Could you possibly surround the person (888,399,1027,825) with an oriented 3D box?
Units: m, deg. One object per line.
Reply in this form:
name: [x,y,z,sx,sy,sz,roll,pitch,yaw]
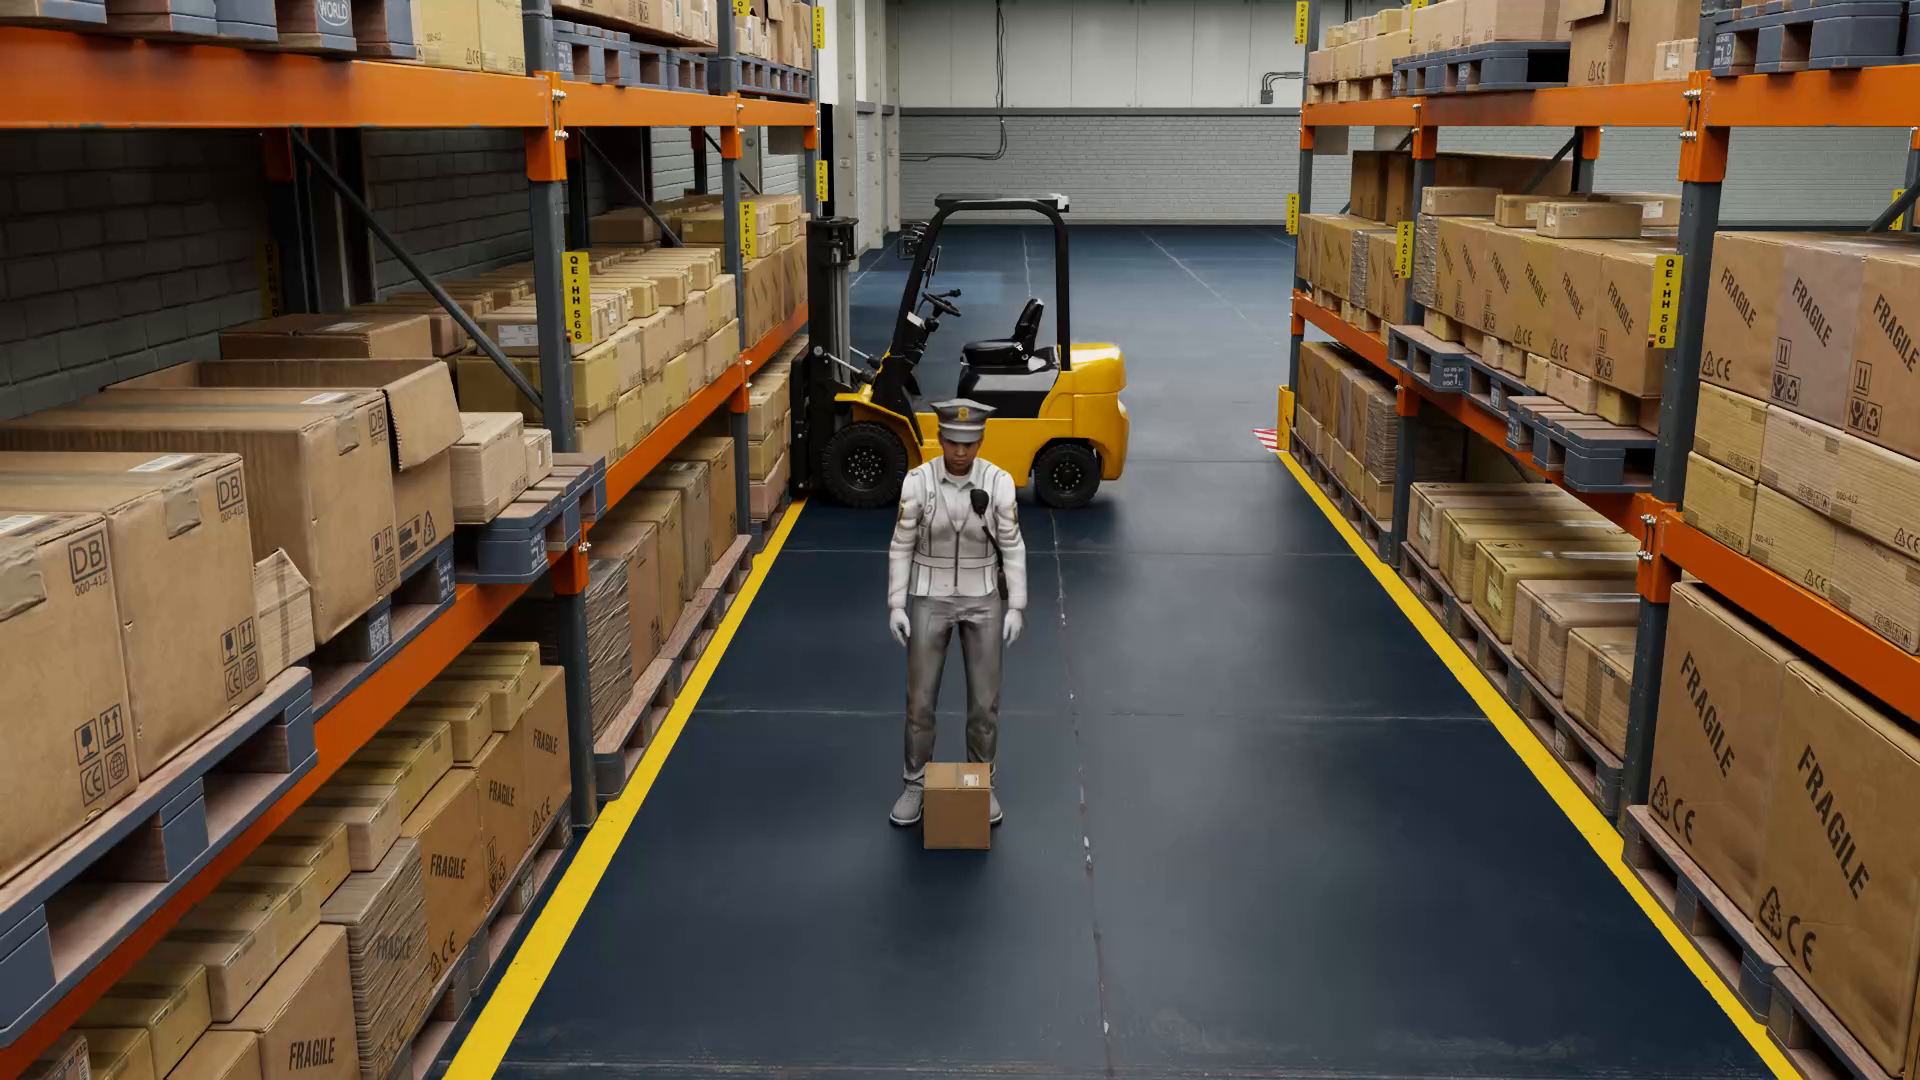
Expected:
person: [-0.011,0.272,6.405,0.536,1.663,0.379,0,14,1]
